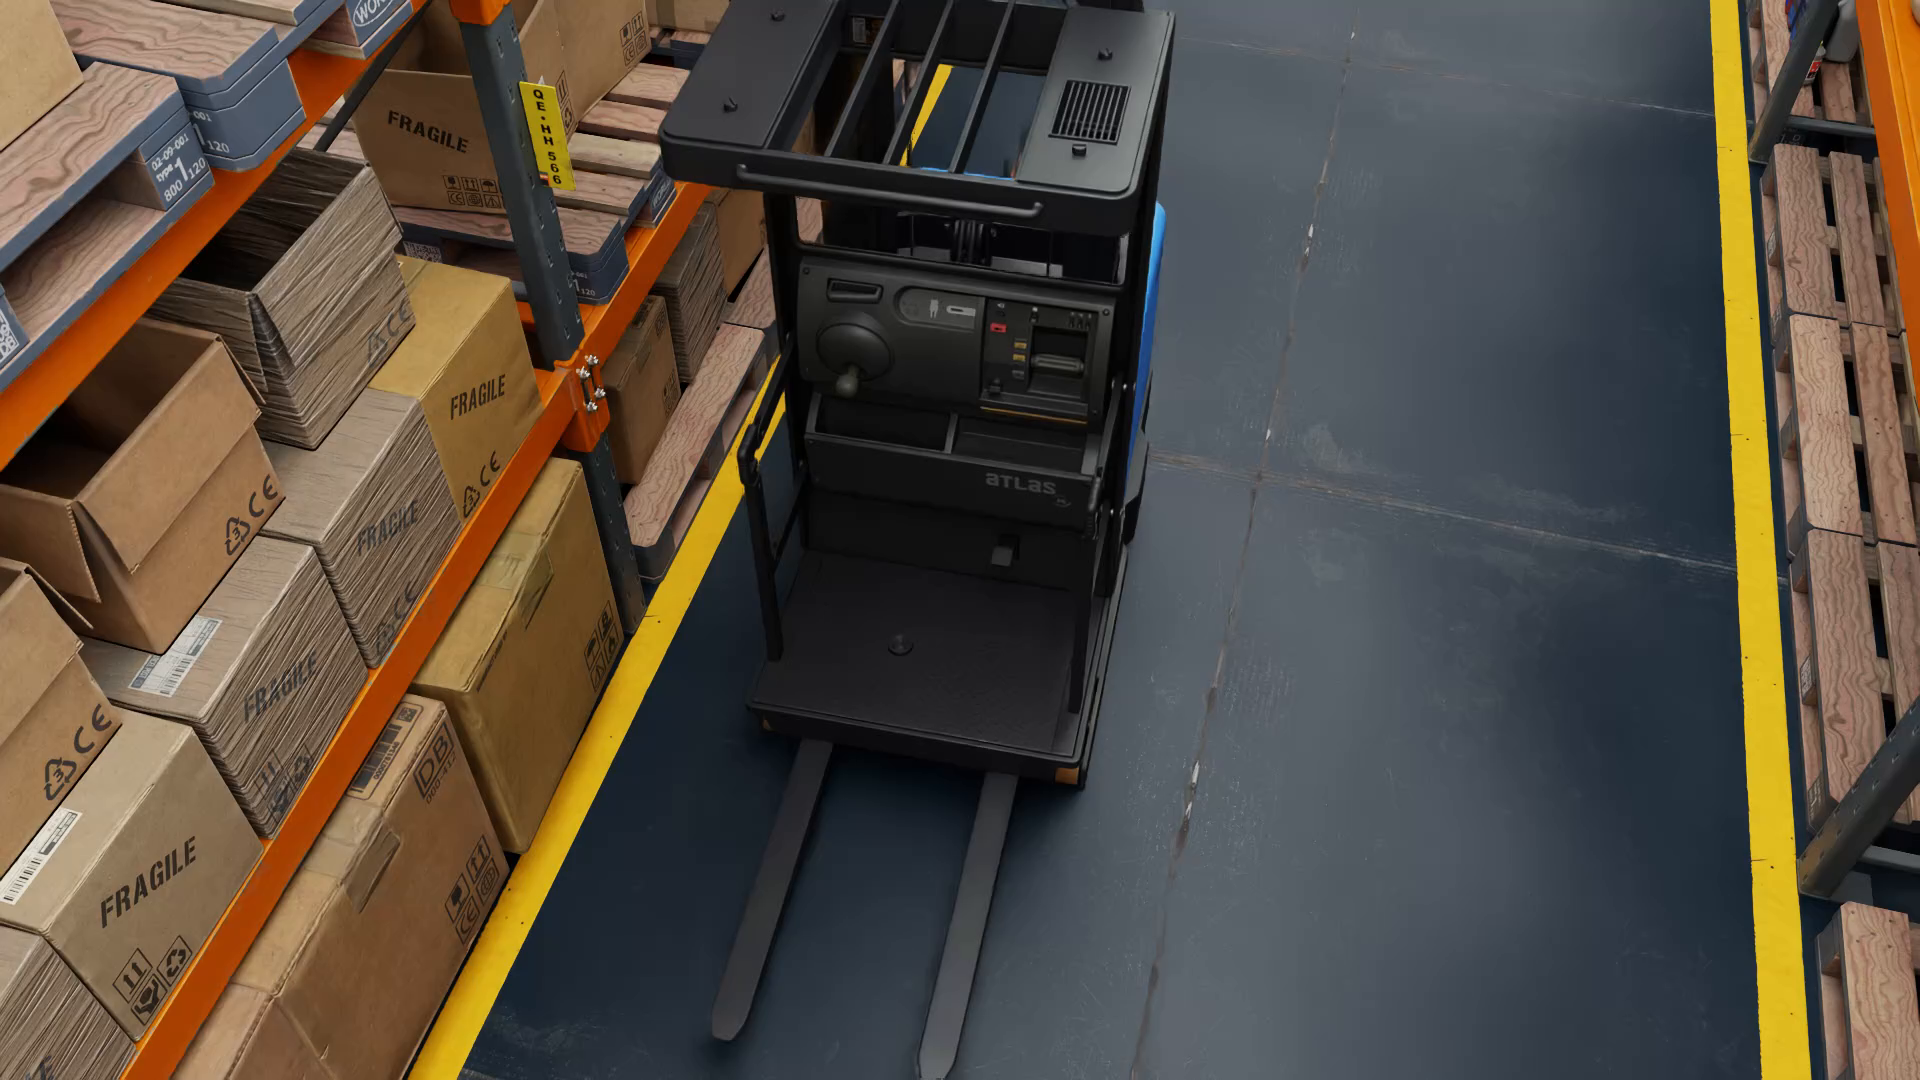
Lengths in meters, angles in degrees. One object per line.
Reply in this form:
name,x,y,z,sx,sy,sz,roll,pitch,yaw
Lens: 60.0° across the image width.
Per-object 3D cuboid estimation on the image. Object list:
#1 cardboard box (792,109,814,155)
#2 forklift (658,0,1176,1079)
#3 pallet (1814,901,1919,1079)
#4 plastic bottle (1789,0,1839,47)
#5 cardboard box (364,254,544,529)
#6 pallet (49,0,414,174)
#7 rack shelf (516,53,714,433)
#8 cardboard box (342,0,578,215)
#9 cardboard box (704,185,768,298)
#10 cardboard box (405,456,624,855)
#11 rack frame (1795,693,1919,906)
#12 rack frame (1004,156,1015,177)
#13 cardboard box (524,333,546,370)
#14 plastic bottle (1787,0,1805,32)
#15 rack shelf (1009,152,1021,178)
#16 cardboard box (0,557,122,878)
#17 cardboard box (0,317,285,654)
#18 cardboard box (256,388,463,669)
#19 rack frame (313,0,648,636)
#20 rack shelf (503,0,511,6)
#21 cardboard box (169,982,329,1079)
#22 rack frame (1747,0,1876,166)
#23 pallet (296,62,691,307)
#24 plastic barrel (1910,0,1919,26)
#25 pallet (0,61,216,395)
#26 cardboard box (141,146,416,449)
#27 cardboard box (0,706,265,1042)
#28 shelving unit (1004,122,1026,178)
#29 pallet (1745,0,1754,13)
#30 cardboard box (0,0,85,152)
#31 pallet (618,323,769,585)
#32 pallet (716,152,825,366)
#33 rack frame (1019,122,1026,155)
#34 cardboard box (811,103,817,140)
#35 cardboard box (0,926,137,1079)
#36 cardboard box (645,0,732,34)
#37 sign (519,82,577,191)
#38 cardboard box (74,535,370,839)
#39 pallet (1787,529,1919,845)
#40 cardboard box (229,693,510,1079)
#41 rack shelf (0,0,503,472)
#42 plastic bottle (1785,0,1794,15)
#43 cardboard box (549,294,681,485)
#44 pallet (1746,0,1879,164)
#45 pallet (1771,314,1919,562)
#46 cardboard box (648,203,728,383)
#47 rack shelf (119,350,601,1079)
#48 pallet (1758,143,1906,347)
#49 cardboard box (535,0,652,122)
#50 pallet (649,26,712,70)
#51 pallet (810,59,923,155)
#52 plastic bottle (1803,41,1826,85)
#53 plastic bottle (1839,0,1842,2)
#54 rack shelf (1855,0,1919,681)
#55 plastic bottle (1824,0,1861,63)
cardboard box,-1.051,-1.819,7.229,0.700,0.500,0.500,8,49,7
forklift,-0.063,-0.472,4.712,1.130,2.935,3.031,9,49,8
pallet,2.981,1.685,4.622,1.003,0.211,1.213,12,50,10
plastic bottle,4.092,-2.501,7.930,0.144,0.351,0.185,10,49,9
cardboard box,-1.521,-0.420,4.554,0.500,0.500,0.500,13,50,11
pallet,-1.749,-1.247,3.475,1.213,0.211,1.003,14,50,12
rack shelf,-1.104,-2.002,6.496,1.077,0.370,4.000,12,50,10
cardboard box,-1.527,-1.364,5.106,0.500,0.500,0.500,6,49,5
cardboard box,-1.197,-1.415,6.872,0.700,0.500,0.500,15,50,13
cardboard box,-1.832,0.266,5.152,1.225,0.875,0.875,9,49,8
rack frame,3.148,0.184,4.087,1.000,3.000,0.127,12,50,10
rack frame,0.250,-1.007,6.419,0.200,1.050,0.008,12,46,10
cardboard box,-1.483,-0.850,5.873,0.500,0.250,0.500,13,50,12
plastic bottle,4.143,-2.640,8.052,0.144,0.351,0.185,9,49,8
rack shelf,0.288,-1.283,6.309,0.215,0.259,0.240,12,46,10
cardboard box,-2.183,0.325,3.227,0.797,0.503,0.637,13,50,11
cardboard box,-2.013,-0.162,3.656,0.797,0.503,0.637,13,50,11
cardboard box,-1.658,-0.061,4.236,0.500,0.500,0.500,11,50,10
rack frame,-1.630,-0.793,4.949,1.000,3.000,0.127,12,50,10
rack shelf,-1.104,-2.994,5.371,1.077,0.370,4.000,12,50,10
cardboard box,-2.300,1.551,4.018,1.225,0.875,0.875,10,49,9
rack frame,4.201,-2.709,6.640,1.000,3.000,0.127,12,50,10
pallet,-1.546,-1.266,5.495,1.213,0.211,1.003,12,50,10
plastic barrel,3.737,-2.105,6.017,0.433,0.535,0.433,0,49,0
pallet,-2.040,-0.438,2.761,1.003,0.211,1.213,14,50,12
cardboard box,-1.838,-0.633,4.072,0.797,0.503,0.637,13,50,11
cardboard box,-1.926,0.683,3.580,0.500,0.500,0.500,12,50,11
shelving unit,0.283,-1.090,6.503,0.215,1.050,0.252,12,46,10
pallet,4.737,-3.149,8.889,1.003,0.211,1.213,12,50,10
cardboard box,-1.864,-0.861,2.662,0.500,0.500,0.500,14,50,12
pallet,-1.423,-0.435,6.493,1.003,0.211,1.213,12,50,10
pallet,-1.100,-1.315,7.270,1.003,0.211,1.213,12,50,10
rack frame,0.316,-1.173,6.586,0.200,1.050,0.008,12,46,10
cardboard box,-0.904,-2.224,7.586,0.700,0.500,0.500,11,50,10
cardboard box,-2.057,1.058,3.249,0.500,0.500,0.500,11,49,9
cardboard box,-0.967,-2.049,5.878,0.500,0.250,0.500,10,49,9
sign,-1.094,-1.069,4.421,0.100,0.325,0.005,12,50,10
cardboard box,-1.792,0.315,3.904,0.500,0.500,0.500,10,49,9
pallet,3.389,0.554,5.620,1.003,0.211,1.213,12,50,10
cardboard box,-2.074,0.909,4.584,1.225,0.875,0.875,12,50,10
rack shelf,-2.157,-0.101,2.818,1.077,0.370,4.000,12,50,10
plastic bottle,4.145,-2.743,8.189,0.061,0.283,0.133,15,50,13
cardboard box,-1.473,-0.600,6.153,0.700,0.500,0.500,9,49,8
pallet,4.418,-2.264,8.107,1.003,0.211,1.213,12,50,10
pallet,3.712,-0.325,6.396,1.003,0.211,1.213,12,50,10
cardboard box,-1.340,-1.004,6.509,0.700,0.500,0.500,8,49,7
rack shelf,-2.157,0.891,3.942,1.077,0.370,4.000,12,50,10
pallet,4.031,-1.211,7.178,1.003,0.211,1.213,12,50,10
cardboard box,-1.476,-1.787,5.480,0.700,0.500,0.500,18,51,16
pallet,-1.149,-2.170,6.292,1.003,0.211,1.213,12,50,10
pallet,-0.781,-2.200,8.051,1.003,0.211,1.213,12,50,10
plastic bottle,3.996,-2.253,7.810,0.097,0.201,0.097,0,49,0
plastic bottle,4.292,-2.604,8.071,0.152,0.276,0.135,12,50,10
rack shelf,3.674,-1.024,5.633,1.077,0.370,4.000,12,50,10
plastic bottle,4.231,-2.472,7.905,0.144,0.351,0.185,12,50,10
